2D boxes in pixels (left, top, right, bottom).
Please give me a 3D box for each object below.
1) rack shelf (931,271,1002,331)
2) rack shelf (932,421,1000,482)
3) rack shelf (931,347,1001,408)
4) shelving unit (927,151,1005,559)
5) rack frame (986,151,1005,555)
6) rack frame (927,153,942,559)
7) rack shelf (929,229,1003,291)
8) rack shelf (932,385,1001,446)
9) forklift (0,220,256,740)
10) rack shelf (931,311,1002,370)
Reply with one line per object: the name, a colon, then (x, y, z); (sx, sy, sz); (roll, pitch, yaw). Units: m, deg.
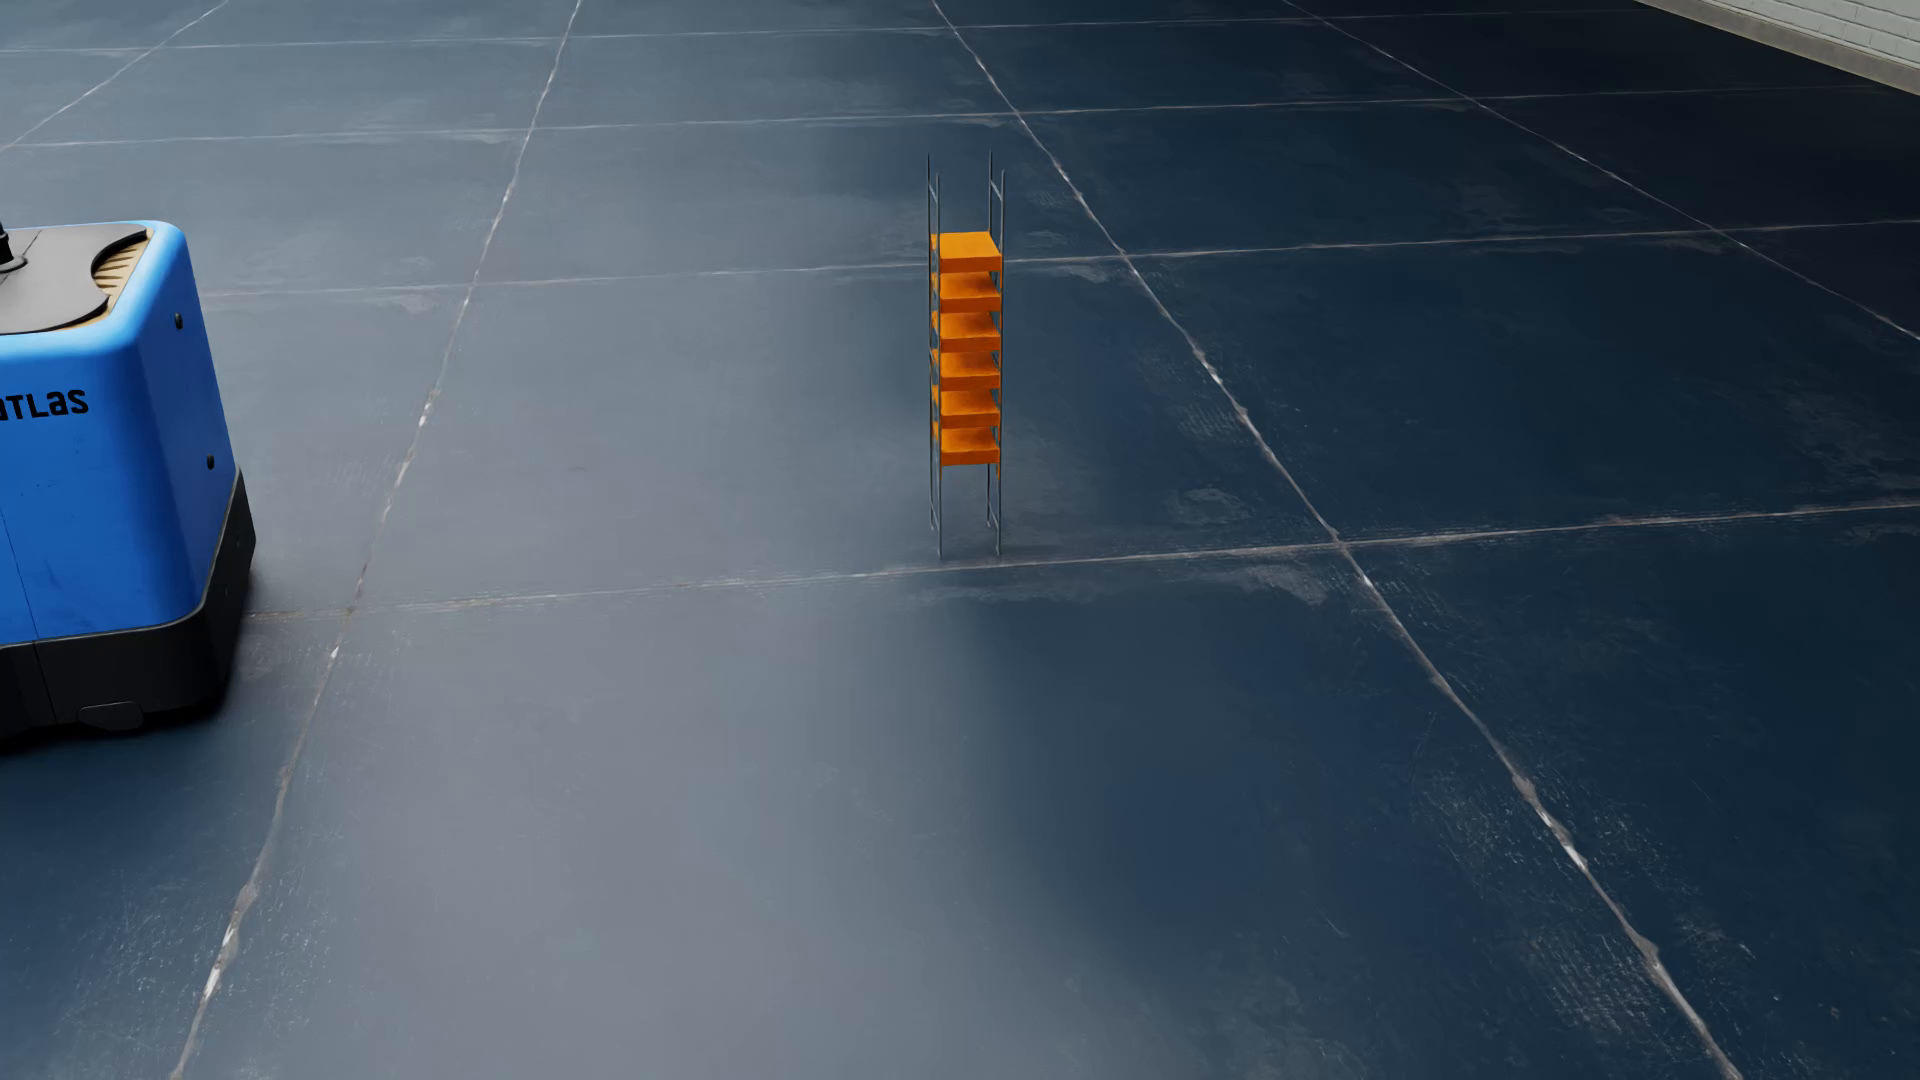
rack shelf: (0.014, -0.709, 4.889); (0.180, 0.103, 0.258); (-4, 27, -7)
rack shelf: (0.014, -0.282, 5.108); (0.180, 0.103, 0.258); (-4, 27, -7)
rack shelf: (0.014, -0.495, 4.998); (0.180, 0.103, 0.258); (-4, 27, -7)
shelving unit: (0.014, -0.535, 4.978); (0.189, 1.200, 0.258); (-4, 27, -7)
rack frame: (0.105, -0.541, 4.989); (0.006, 1.200, 0.240); (-4, 27, -7)
rack frame: (-0.076, -0.529, 4.967); (0.006, 1.200, 0.240); (-4, 27, -7)
rack shelf: (0.014, -0.816, 4.834); (0.180, 0.103, 0.258); (-4, 27, -7)
rack shelf: (0.014, -0.388, 5.053); (0.180, 0.103, 0.258); (-4, 27, -7)
forklift: (-3.504, -0.870, 3.734); (3.031, 2.935, 1.130); (-7, 28, -13)
rack shelf: (0.014, -0.602, 4.943); (0.180, 0.103, 0.258); (-4, 27, -7)
